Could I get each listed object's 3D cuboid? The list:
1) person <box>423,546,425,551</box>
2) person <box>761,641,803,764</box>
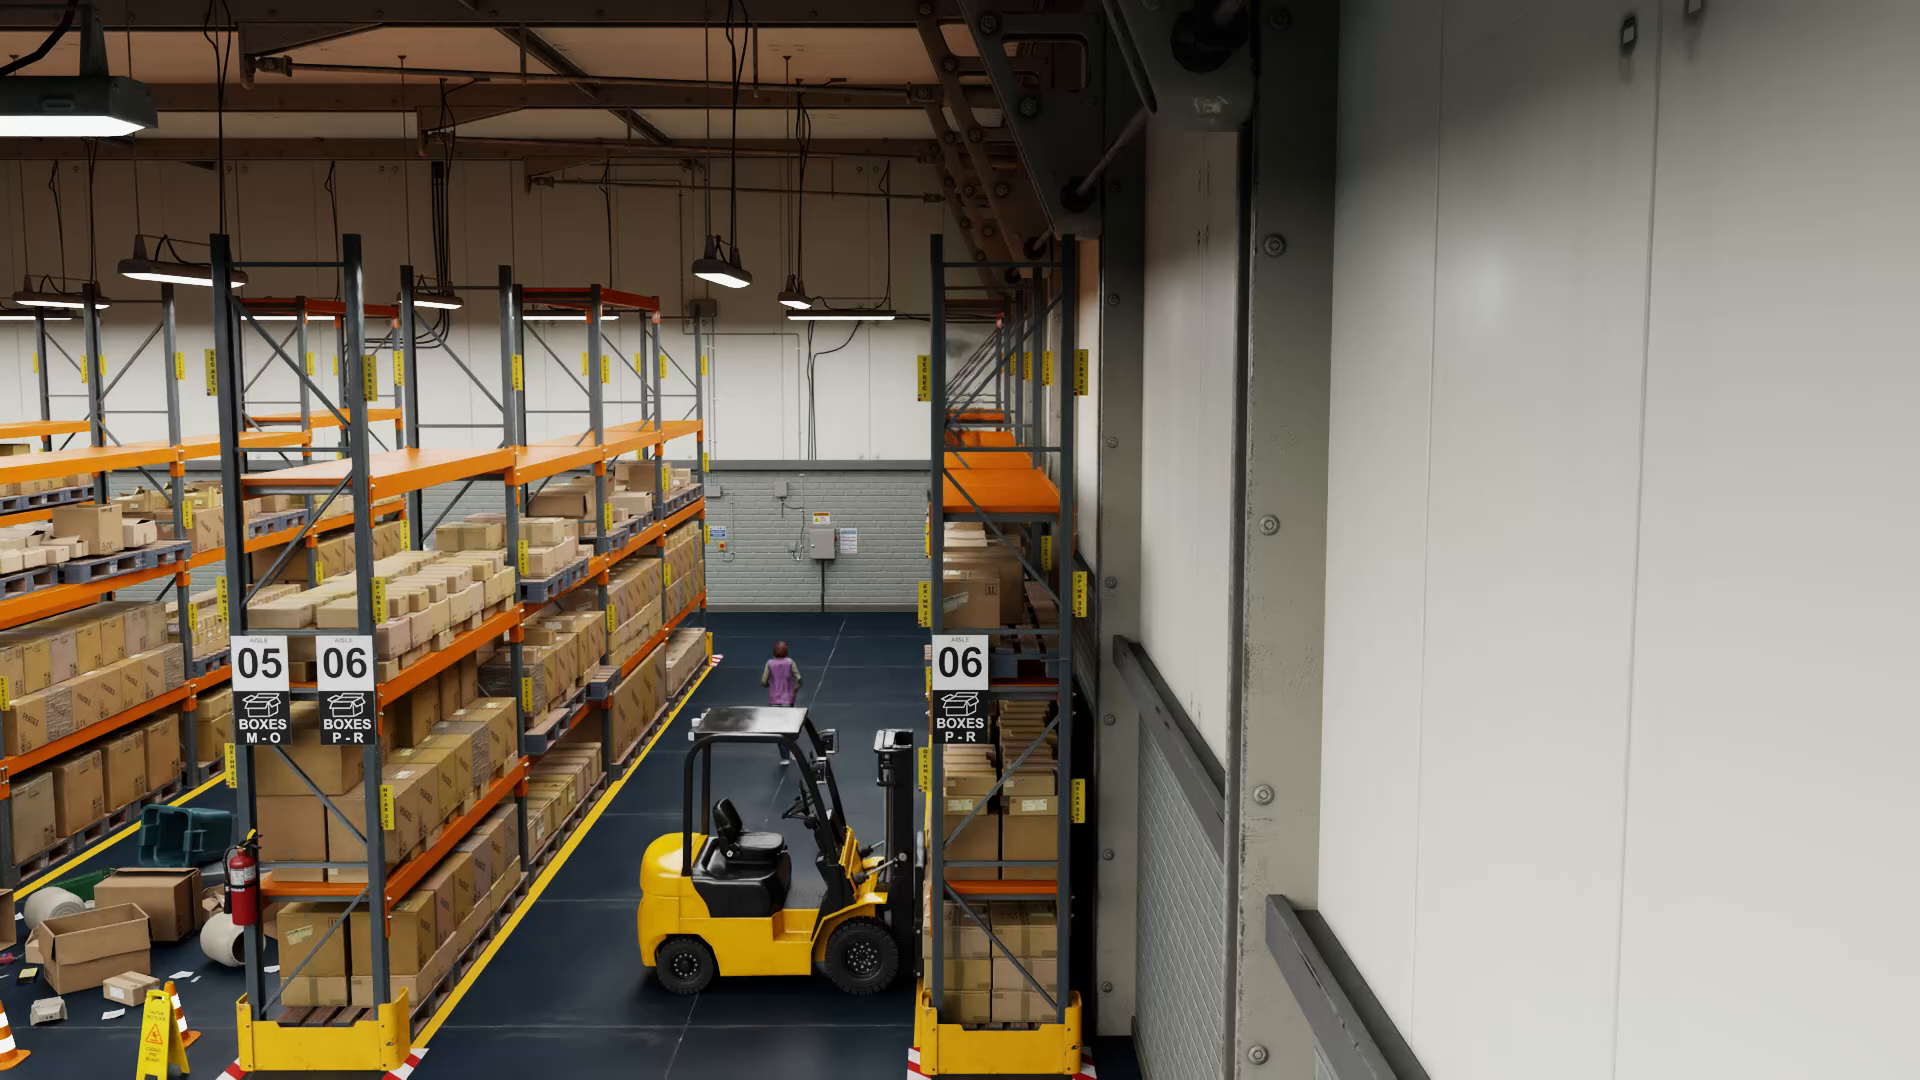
[{"bbox_3d":[-9.675,0.957,29.890,0.644,1.783,0.948,5,8,40],"label":"person"},{"bbox_3d":[-2.275,2.055,21.171,0.520,1.567,0.541,-1,6,-10],"label":"person"}]
